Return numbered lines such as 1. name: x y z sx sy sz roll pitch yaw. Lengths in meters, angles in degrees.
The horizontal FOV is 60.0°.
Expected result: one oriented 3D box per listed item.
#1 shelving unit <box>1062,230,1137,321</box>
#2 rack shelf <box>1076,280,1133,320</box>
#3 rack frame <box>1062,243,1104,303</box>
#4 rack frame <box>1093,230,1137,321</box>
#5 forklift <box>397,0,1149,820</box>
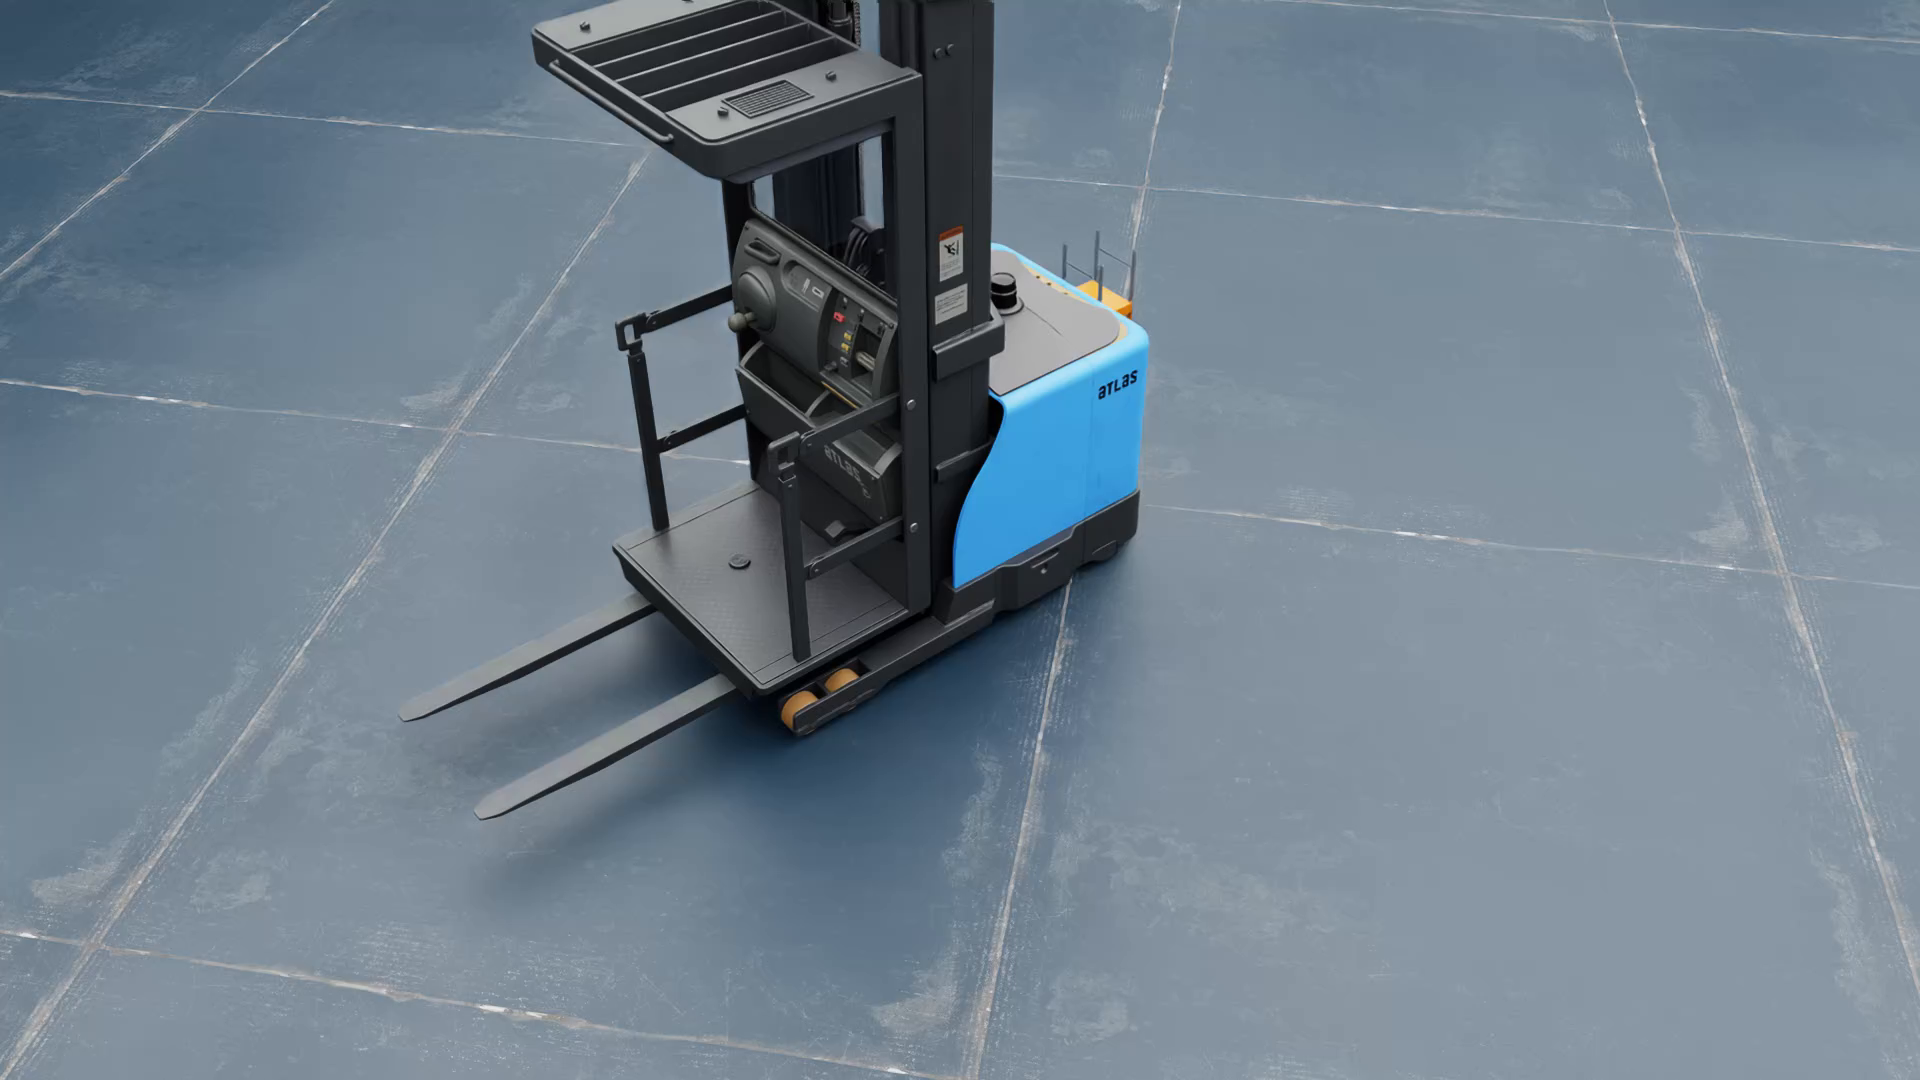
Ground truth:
1. shelving unit: 0.573 -0.736 7.198 0.189 1.200 0.258 -28 47 -29
2. rack shelf: 0.574 -0.979 6.997 0.180 0.103 0.258 -28 47 -29
3. rack frame: 0.503 -0.699 7.153 0.006 1.200 0.240 -28 47 -29
4. rack frame: 0.644 -0.772 7.243 0.006 1.200 0.240 -28 47 -29
5. forklift: -0.694 -0.767 5.878 3.031 2.935 1.130 -28 47 -29
